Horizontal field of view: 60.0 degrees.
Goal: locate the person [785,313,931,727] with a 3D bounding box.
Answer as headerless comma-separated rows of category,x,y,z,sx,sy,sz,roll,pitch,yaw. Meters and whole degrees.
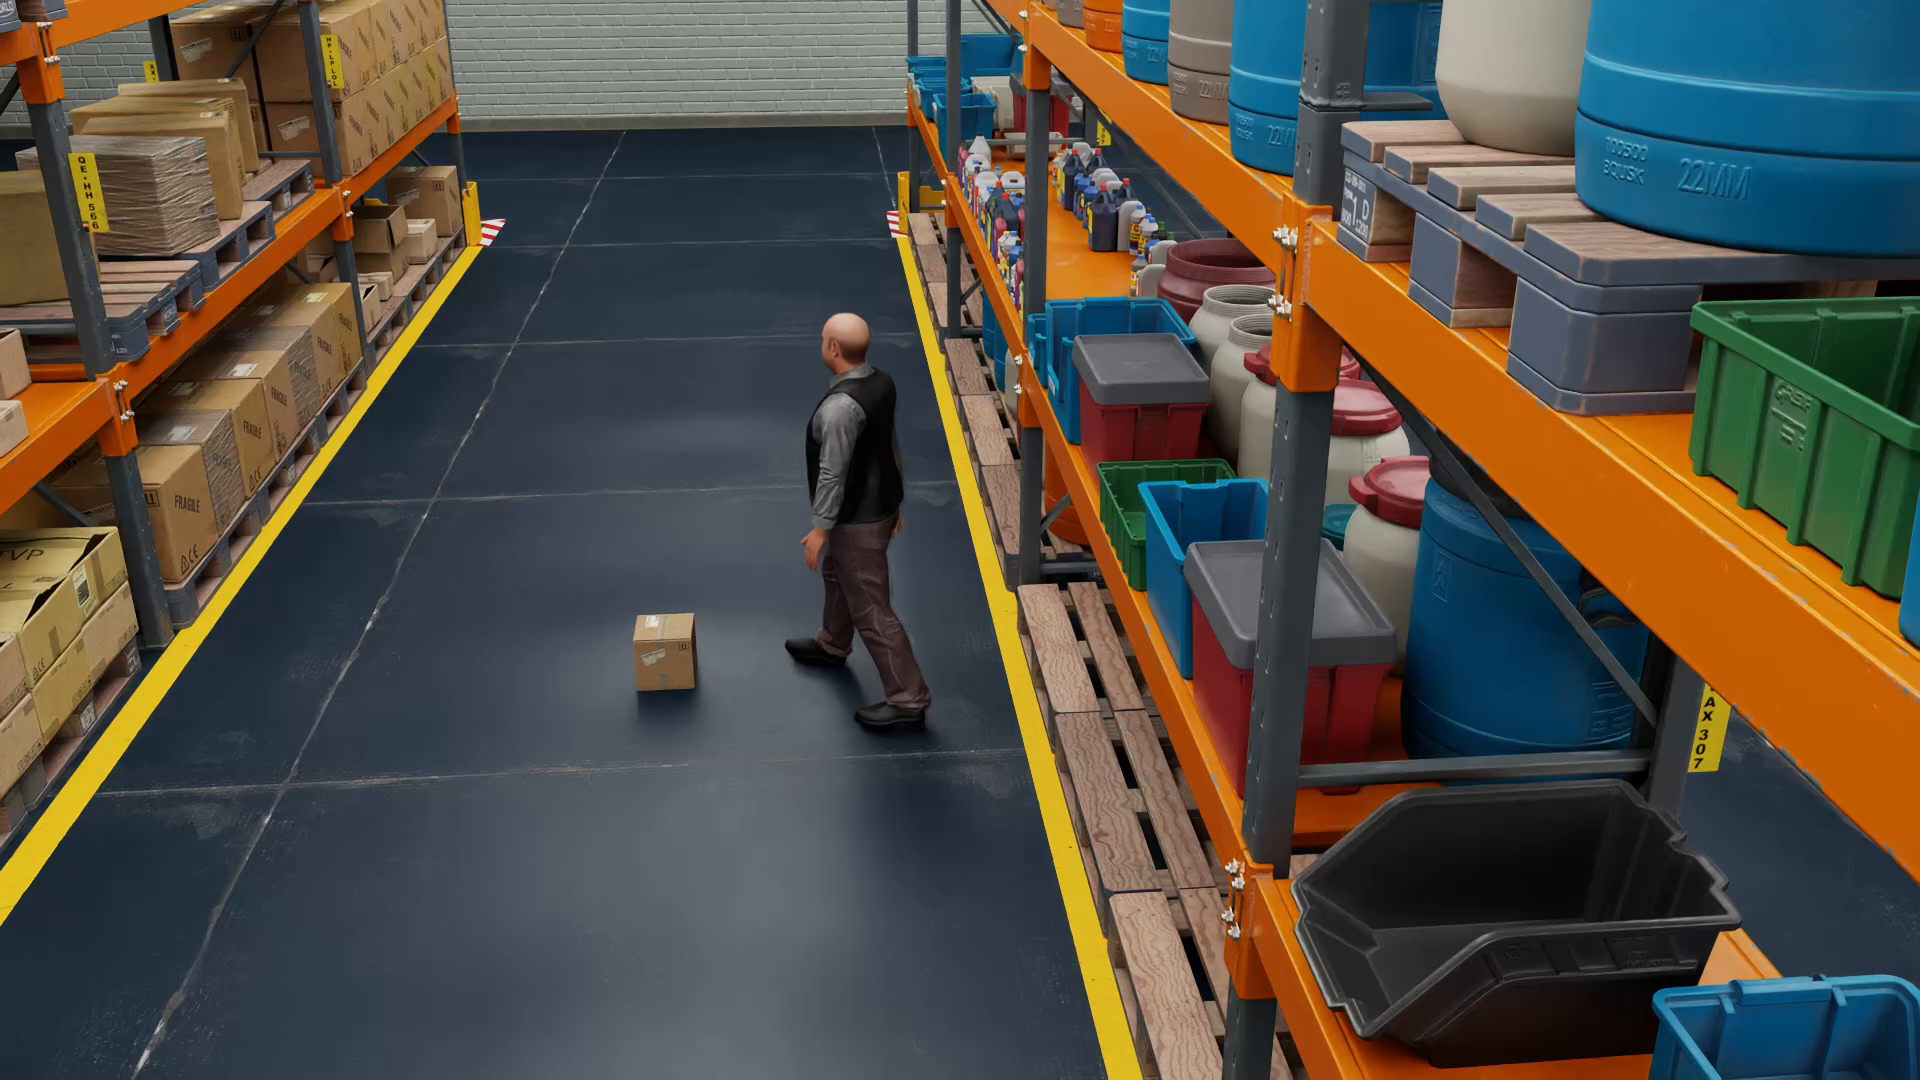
person,-0.465,-0.118,6.912,0.801,1.688,0.654,5,24,12
